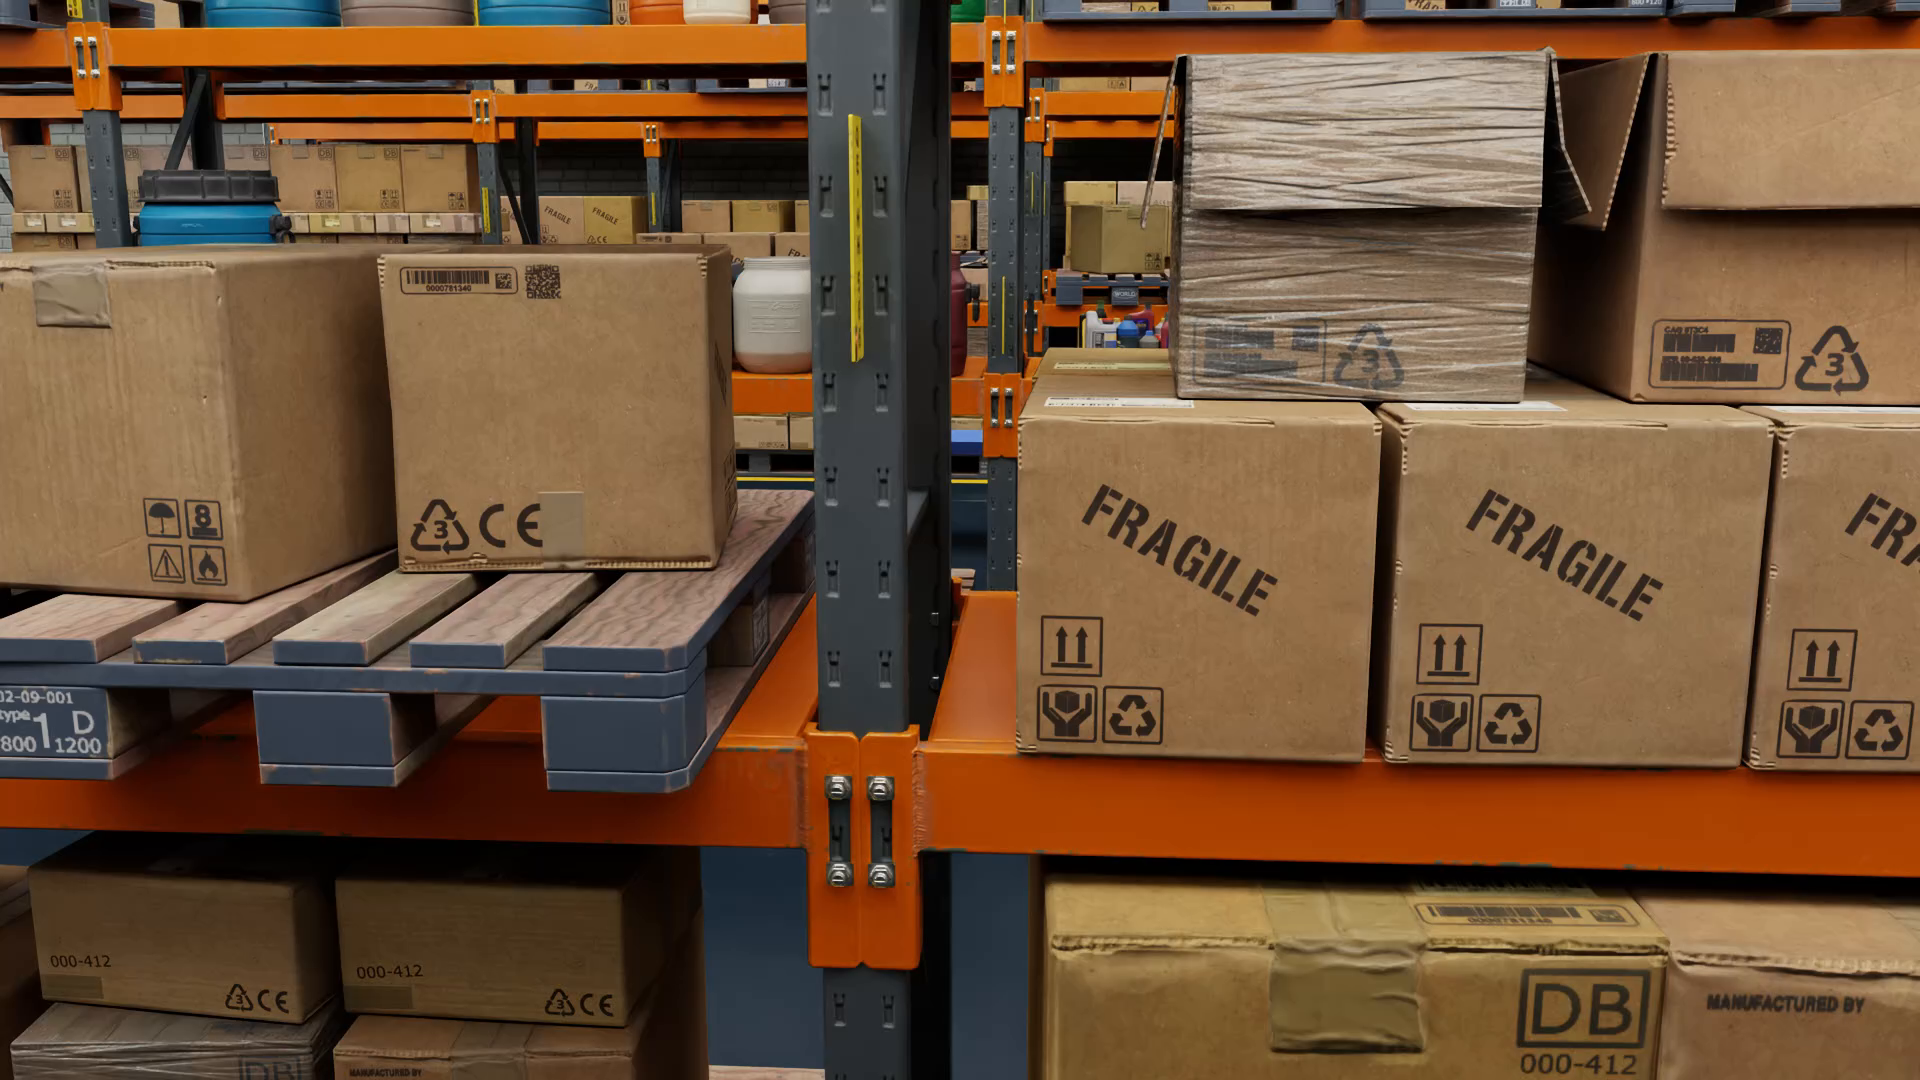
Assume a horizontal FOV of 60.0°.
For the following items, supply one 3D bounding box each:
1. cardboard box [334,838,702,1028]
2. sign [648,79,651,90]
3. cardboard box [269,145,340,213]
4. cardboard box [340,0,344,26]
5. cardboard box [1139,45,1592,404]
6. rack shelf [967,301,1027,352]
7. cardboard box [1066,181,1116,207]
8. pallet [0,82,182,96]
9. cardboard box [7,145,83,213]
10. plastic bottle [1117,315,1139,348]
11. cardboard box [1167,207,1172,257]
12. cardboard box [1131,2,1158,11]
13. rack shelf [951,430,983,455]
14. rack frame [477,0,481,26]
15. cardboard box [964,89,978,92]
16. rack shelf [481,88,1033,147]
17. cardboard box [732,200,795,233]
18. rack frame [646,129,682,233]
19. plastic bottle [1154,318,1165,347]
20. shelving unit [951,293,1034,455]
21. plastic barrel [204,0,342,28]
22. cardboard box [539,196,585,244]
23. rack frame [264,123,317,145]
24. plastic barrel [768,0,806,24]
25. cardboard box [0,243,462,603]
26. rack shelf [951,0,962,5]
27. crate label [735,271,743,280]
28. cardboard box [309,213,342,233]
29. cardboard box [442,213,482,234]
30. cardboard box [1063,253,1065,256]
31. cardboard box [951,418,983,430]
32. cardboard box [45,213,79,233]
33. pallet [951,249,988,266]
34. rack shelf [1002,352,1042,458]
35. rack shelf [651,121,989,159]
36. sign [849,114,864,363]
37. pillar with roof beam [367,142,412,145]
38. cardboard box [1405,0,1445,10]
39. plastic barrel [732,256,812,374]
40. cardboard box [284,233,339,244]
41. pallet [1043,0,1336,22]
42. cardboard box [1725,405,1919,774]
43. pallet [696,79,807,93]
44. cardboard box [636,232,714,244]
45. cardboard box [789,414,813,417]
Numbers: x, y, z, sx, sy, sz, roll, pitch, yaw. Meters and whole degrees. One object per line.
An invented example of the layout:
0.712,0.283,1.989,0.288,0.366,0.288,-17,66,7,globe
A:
-0.784,0.647,3.047,0.500,0.250,0.500,1,12,6,cardboard box
-3.140,-4.692,16.782,0.005,0.325,0.100,1,12,4,sign
-4.886,-2.772,12.779,0.500,0.500,0.700,1,12,4,cardboard box
-5.073,-3.910,12.690,0.637,0.503,0.797,2,12,10,cardboard box
0.615,-0.517,2.721,0.637,0.503,0.797,1,12,6,cardboard box
-1.443,-1.690,12.777,4.000,0.370,1.077,1,12,4,rack shelf
1.344,-3.539,17.008,0.500,0.250,0.500,1,12,5,cardboard box
-6.726,-3.534,12.726,1.213,0.211,1.003,1,12,4,pallet
-6.912,-2.798,12.906,0.500,0.500,0.700,1,12,4,cardboard box
0.742,-0.861,7.370,0.097,0.271,0.097,0,12,0,plastic bottle
2.364,-3.156,17.009,0.500,0.500,0.500,1,12,4,cardboard box
1.496,-4.007,12.085,0.500,0.500,0.500,1,12,4,cardboard box
-0.085,-0.559,10.157,1.000,0.185,0.538,1,12,4,rack shelf
-3.439,-5.006,12.220,0.127,3.000,1.000,1,12,4,rack frame
0.143,-4.416,16.894,0.500,0.311,0.500,1,12,4,cardboard box
-1.443,-3.158,12.470,4.000,0.370,1.077,1,12,4,rack shelf
-2.049,-3.323,17.507,0.500,0.500,0.700,2,12,10,cardboard box
-3.111,-3.081,17.672,0.127,3.000,1.000,1,12,4,rack frame
0.994,-0.979,8.105,0.097,0.201,0.097,0,12,0,plastic bottle
-0.085,-0.735,10.120,1.048,1.500,0.538,1,12,4,shelving unit
-3.251,-2.808,7.817,0.708,0.901,0.600,1,12,4,plastic barrel
-4.102,-3.334,17.365,0.500,0.500,0.500,1,12,3,cardboard box
-7.102,-3.136,17.934,0.127,3.000,1.000,1,12,4,rack frame
-0.587,-2.772,7.642,0.600,0.901,0.600,0,12,0,plastic barrel
-1.218,-0.232,2.780,0.500,0.500,0.700,3,12,12,cardboard box
1.882,-1.080,2.534,4.000,0.370,1.077,1,12,4,rack shelf
-0.756,-1.089,8.061,0.616,0.435,0.502,1,12,4,crate label
-4.739,-2.410,12.634,0.250,0.149,0.380,1,12,3,cardboard box
-3.724,-2.396,12.566,0.250,0.149,0.380,1,12,4,cardboard box
1.222,-2.961,17.663,0.250,0.149,0.380,1,12,5,cardboard box
0.011,-0.832,12.607,0.500,0.250,0.500,1,12,5,cardboard box
-6.789,-2.438,12.769,0.250,0.149,0.380,0,12,2,cardboard box
0.162,-2.921,17.373,1.003,0.211,1.213,1,12,4,pallet
2.213,-0.623,7.678,4.000,0.370,1.077,1,12,4,rack shelf
-1.116,-4.170,17.308,4.000,0.370,1.077,1,12,4,rack shelf
-0.140,-0.408,2.257,0.005,0.325,0.100,1,12,4,sign
-6.634,-5.360,13.914,0.400,9.000,9.100,1,12,4,pillar with roof beam
3.377,-3.758,12.067,0.600,0.600,0.600,1,12,3,cardboard box
-0.823,-1.028,7.582,0.421,0.512,0.421,0,12,0,plastic barrel
-4.909,-2.137,12.912,0.500,0.500,0.700,1,12,5,cardboard box
0.974,-2.348,7.302,1.213,0.211,1.003,1,12,4,pallet
1.380,0.035,2.529,0.500,0.500,0.500,1,12,3,cardboard box
-1.247,-3.396,12.312,1.213,0.211,1.003,1,12,6,pallet
-2.148,-2.097,12.723,0.500,0.500,0.500,2,12,8,cardboard box
-1.009,-1.119,12.611,0.500,0.311,0.500,1,12,3,cardboard box
